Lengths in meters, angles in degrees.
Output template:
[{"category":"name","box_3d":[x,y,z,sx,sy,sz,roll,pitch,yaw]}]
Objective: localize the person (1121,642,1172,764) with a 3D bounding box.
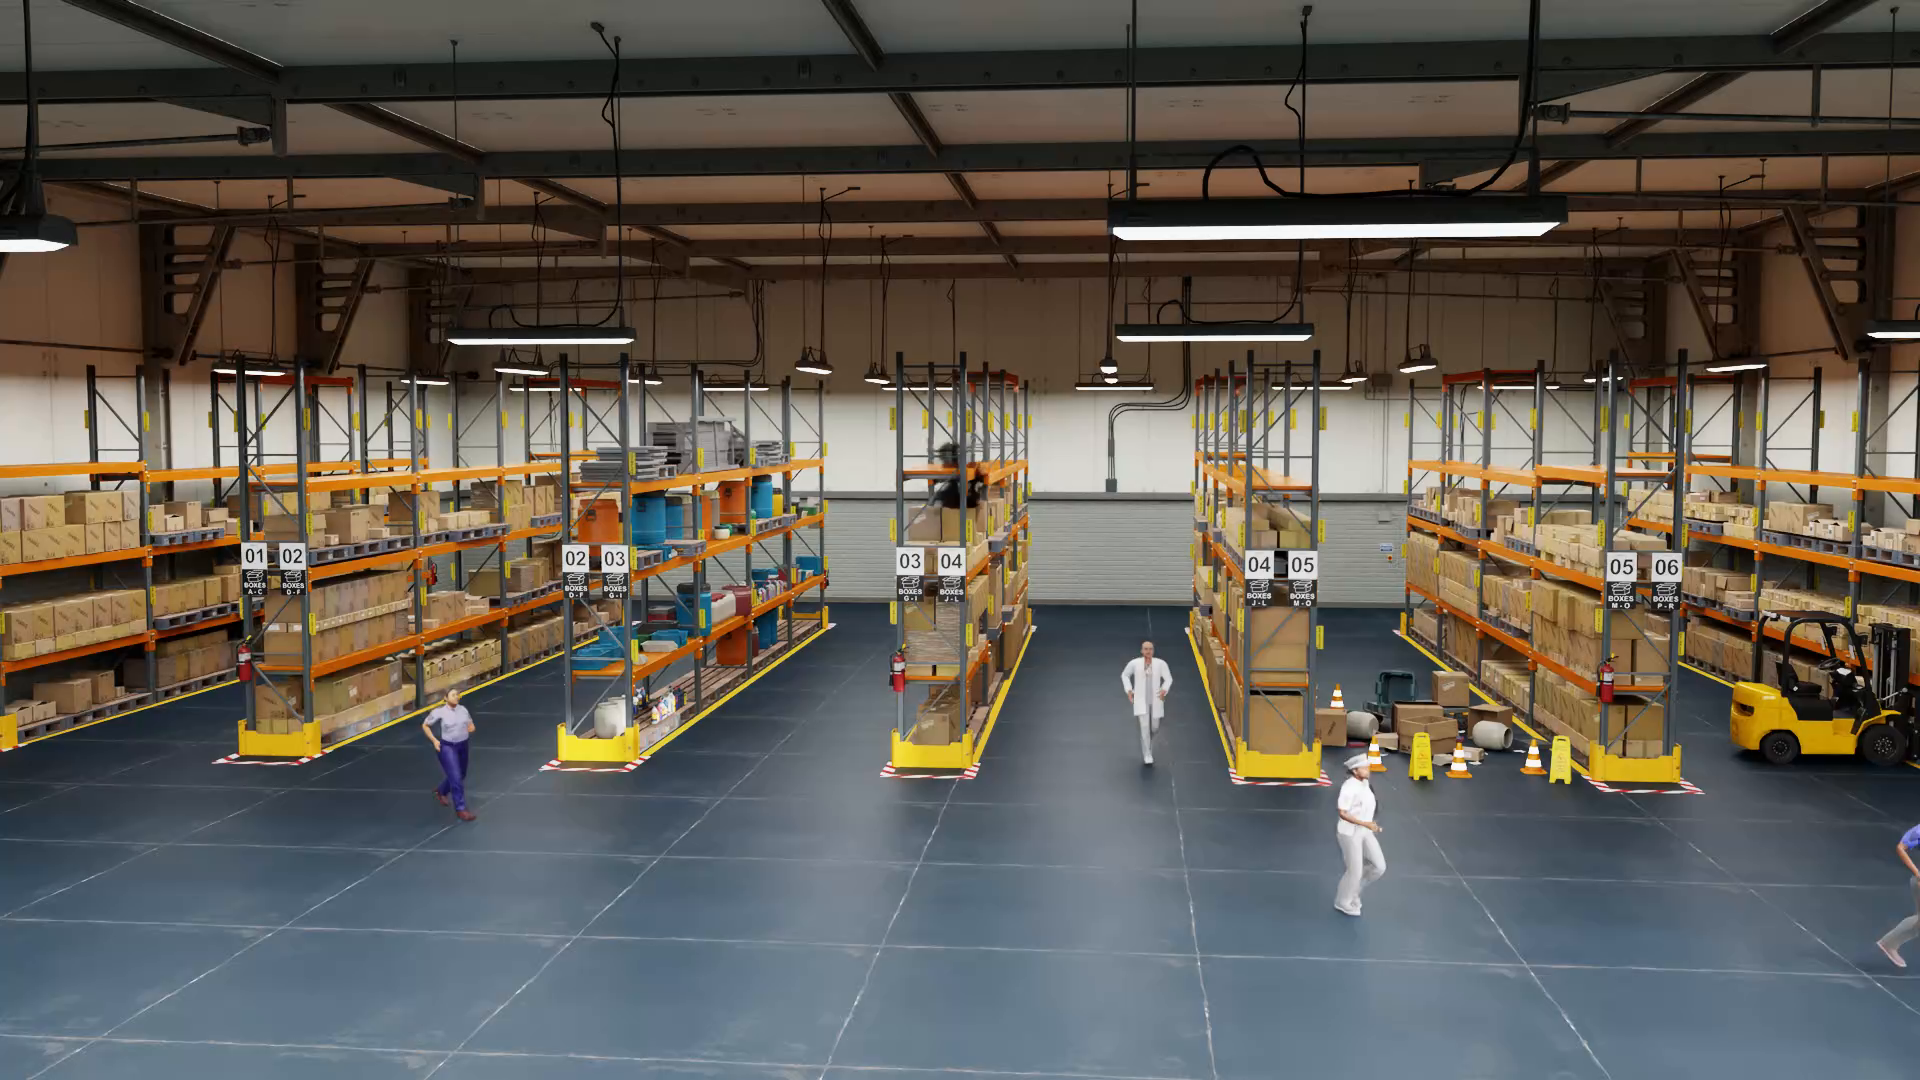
[{"category":"person","box_3d":[2.763,2.371,24.603,0.743,1.751,0.934,0,4,-2]}]

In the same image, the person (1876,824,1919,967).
[{"category":"person","box_3d":[8.699,3.098,14.918,0.586,1.661,0.867,-4,6,-44]}]

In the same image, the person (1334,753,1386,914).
[{"category":"person","box_3d":[4.048,2.971,16.812,0.571,1.663,0.578,4,6,44]}]

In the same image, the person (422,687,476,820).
[{"category":"person","box_3d":[-6.418,2.670,21.063,0.912,1.628,0.610,3,5,35]}]
